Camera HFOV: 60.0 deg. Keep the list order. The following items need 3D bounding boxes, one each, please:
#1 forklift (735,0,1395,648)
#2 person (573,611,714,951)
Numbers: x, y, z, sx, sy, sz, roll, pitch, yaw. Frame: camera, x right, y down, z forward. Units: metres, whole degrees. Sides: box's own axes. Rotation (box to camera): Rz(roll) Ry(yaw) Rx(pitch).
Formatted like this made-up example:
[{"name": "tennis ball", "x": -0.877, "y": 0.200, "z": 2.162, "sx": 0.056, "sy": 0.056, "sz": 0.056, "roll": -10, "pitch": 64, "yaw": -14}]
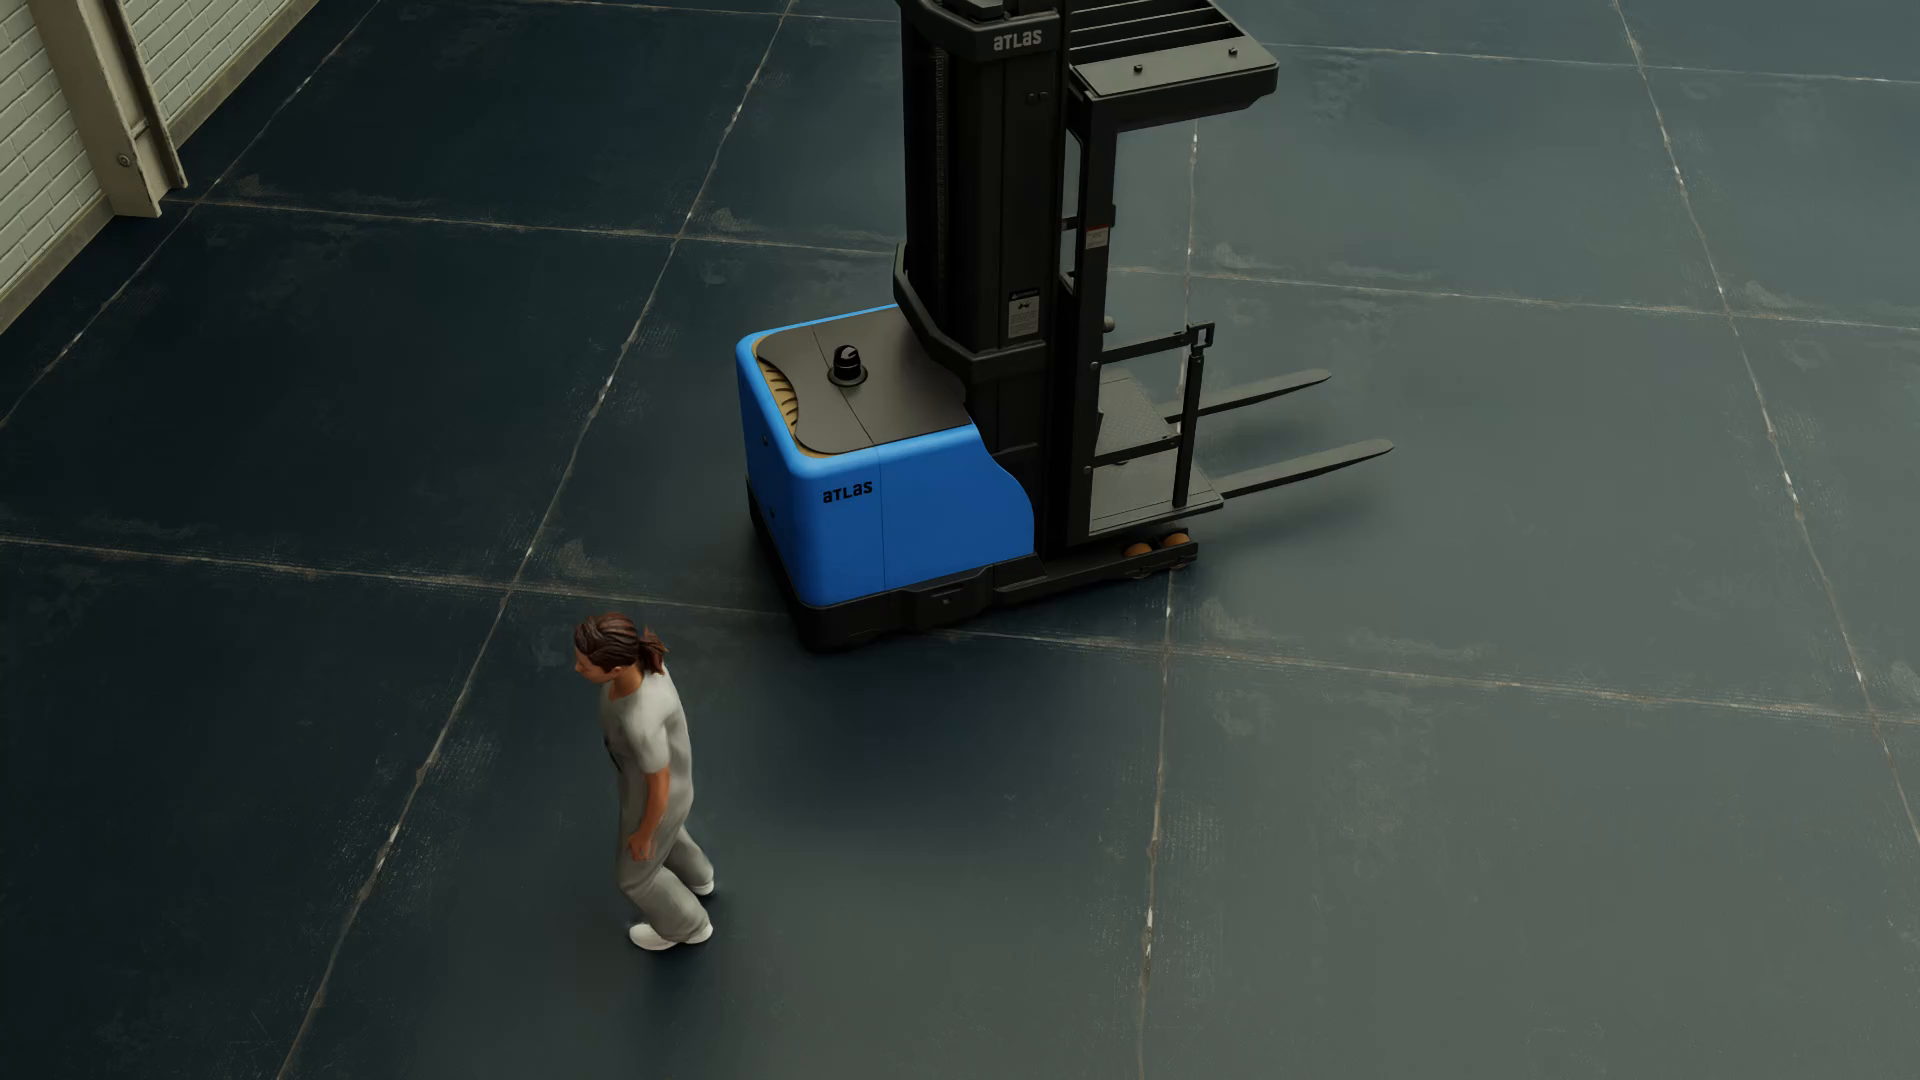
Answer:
[{"name": "forklift", "x": 0.572, "y": -1.223, "z": 7.055, "sx": 3.031, "sy": 2.935, "sz": 1.130, "roll": -14, "pitch": 44, "yaw": -15}, {"name": "person", "x": -1.085, "y": 0.831, "z": 5.767, "sx": 0.361, "sy": 1.653, "sz": 0.579, "roll": -12, "pitch": 44, "yaw": -13}]
